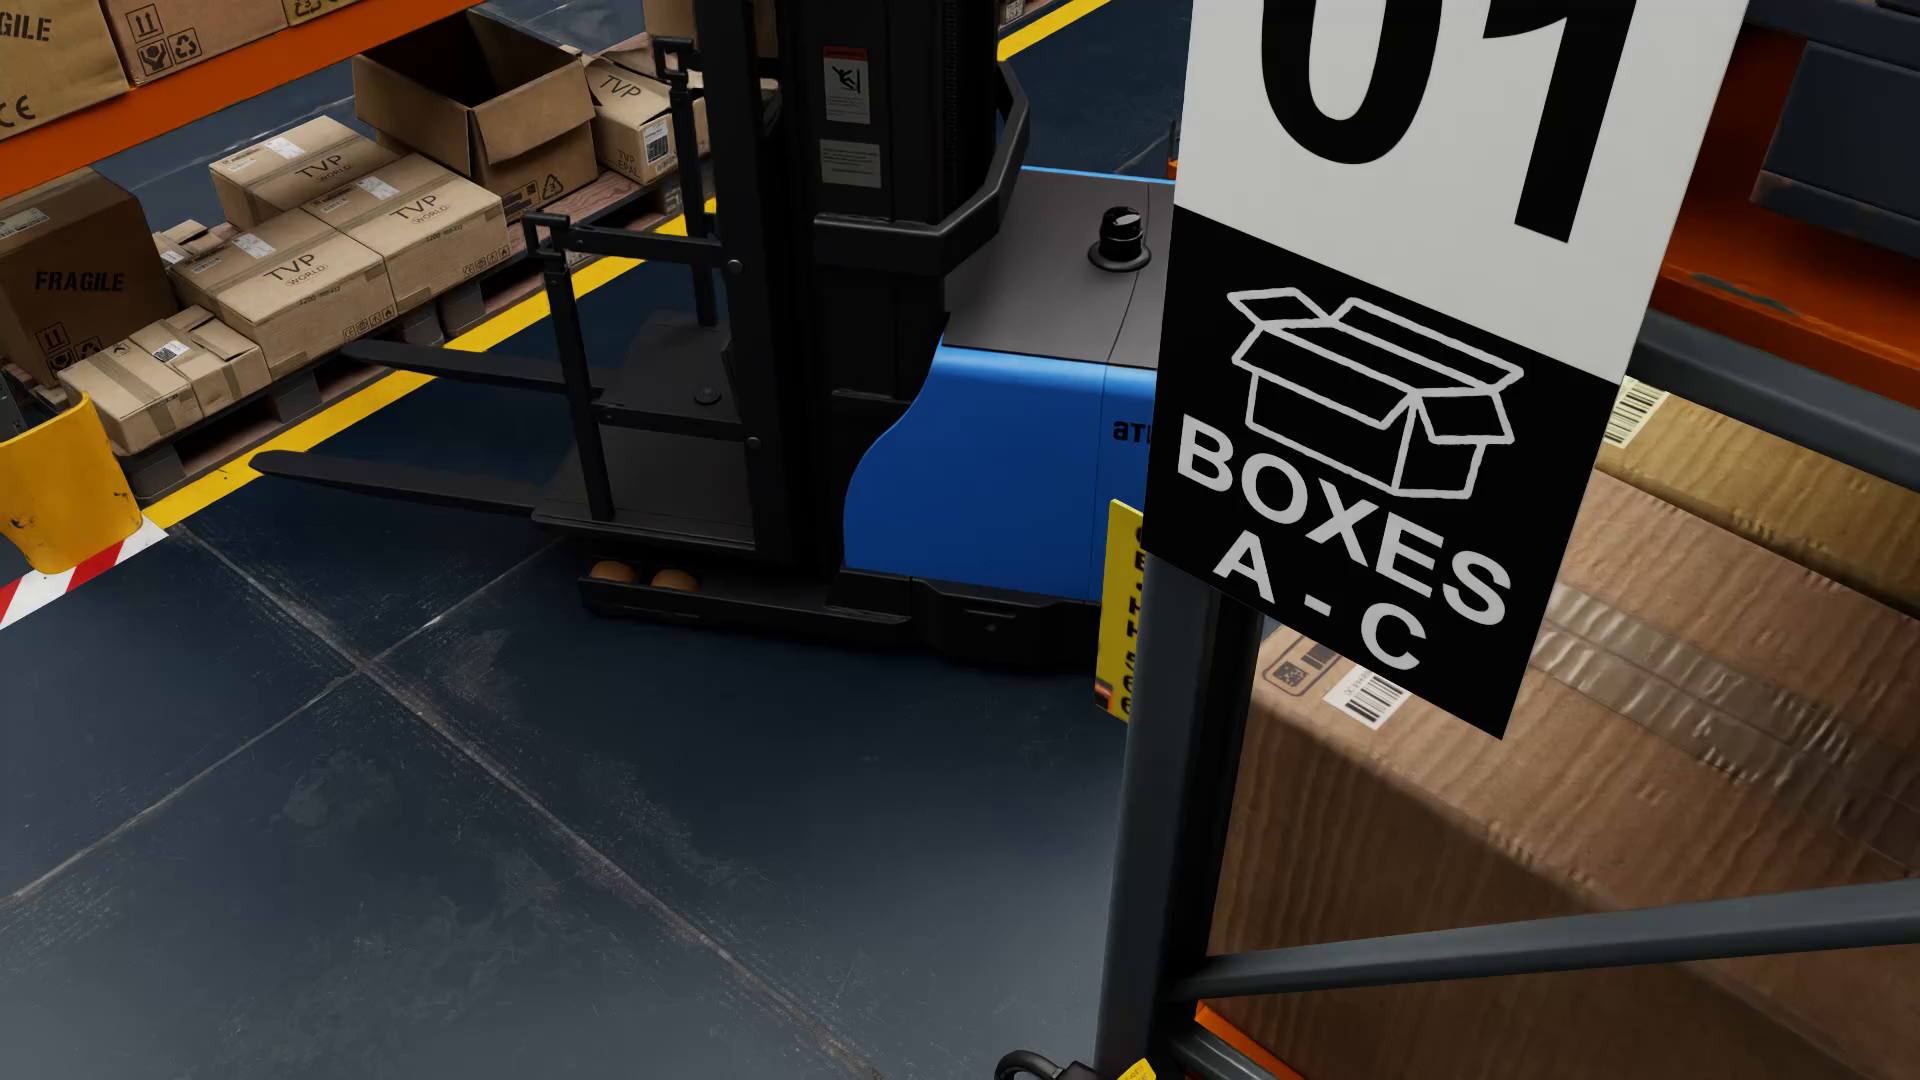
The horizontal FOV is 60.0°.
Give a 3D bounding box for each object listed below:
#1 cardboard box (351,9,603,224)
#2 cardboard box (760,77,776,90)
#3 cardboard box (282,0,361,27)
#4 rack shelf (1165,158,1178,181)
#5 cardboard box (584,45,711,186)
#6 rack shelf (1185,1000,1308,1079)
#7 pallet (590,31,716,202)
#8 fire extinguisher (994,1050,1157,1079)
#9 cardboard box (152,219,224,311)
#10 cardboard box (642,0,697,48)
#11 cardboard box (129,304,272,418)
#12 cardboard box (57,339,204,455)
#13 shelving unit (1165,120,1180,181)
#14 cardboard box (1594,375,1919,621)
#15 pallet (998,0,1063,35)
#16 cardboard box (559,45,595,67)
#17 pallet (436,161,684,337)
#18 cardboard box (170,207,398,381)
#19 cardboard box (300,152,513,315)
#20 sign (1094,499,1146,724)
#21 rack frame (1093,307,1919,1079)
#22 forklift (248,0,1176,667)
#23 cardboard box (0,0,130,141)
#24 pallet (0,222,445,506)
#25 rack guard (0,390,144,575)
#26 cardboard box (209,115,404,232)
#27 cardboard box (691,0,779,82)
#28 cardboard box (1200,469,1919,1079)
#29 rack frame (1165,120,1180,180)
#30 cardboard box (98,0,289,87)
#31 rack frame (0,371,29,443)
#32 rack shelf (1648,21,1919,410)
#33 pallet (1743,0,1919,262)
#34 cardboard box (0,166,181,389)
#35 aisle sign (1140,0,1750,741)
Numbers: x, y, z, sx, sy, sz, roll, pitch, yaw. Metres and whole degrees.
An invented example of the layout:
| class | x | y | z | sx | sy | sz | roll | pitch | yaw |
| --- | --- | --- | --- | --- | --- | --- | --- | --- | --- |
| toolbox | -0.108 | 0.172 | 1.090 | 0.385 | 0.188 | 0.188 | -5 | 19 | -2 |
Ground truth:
| class | x | y | z | sx | sy | sz | roll | pitch | yaw |
| --- | --- | --- | --- | --- | --- | --- | --- | --- | --- |
| cardboard box | -1.817 | -1.616 | 6.327 | 0.797 | 0.503 | 0.637 | 29 | 50 | 28 |
| cardboard box | -0.957 | -1.820 | 6.814 | 0.380 | 0.149 | 0.250 | 29 | 50 | 28 |
| cardboard box | -2.046 | -1.964 | 5.106 | 0.500 | 0.500 | 0.500 | 29 | 50 | 28 |
| rack shelf | 0.802 | -1.076 | 5.245 | 0.215 | 0.259 | 0.240 | -30 | 50 | -30 |
| cardboard box | -1.244 | -1.712 | 6.575 | 0.500 | 0.311 | 0.500 | 29 | 50 | 28 |
| rack shelf | 1.895 | 0.092 | 3.454 | 1.077 | 0.370 | 4.000 | 29 | 50 | 28 |
| pallet | -1.055 | -1.962 | 7.251 | 1.003 | 0.211 | 1.213 | 29 | 50 | 28 |
| fire extinguisher | 0.157 | 0.900 | 2.365 | 0.296 | 0.674 | 0.183 | 29 | 50 | 28 |
| cardboard box | -2.695 | -0.958 | 5.853 | 0.380 | 0.166 | 0.250 | 29 | 50 | 28 |
| cardboard box | -1.048 | -2.392 | 7.323 | 0.500 | 0.311 | 0.500 | 29 | 50 | 28 |
| cardboard box | -2.493 | -0.597 | 5.456 | 0.380 | 0.166 | 0.250 | 29 | 50 | 28 |
| cardboard box | -2.654 | -0.462 | 5.320 | 0.380 | 0.149 | 0.250 | 29 | 50 | 28 |
| shelving unit | 0.799 | -0.873 | 5.427 | 0.215 | 1.050 | 0.252 | -30 | 50 | -30 |
| cardboard box | 1.388 | 0.098 | 2.689 | 0.980 | 0.700 | 0.700 | 29 | 50 | 28 |
| pallet | -0.117 | -2.750 | 8.118 | 1.003 | 0.211 | 1.213 | 29 | 50 | 28 |
| cardboard box | -1.597 | -1.889 | 6.877 | 0.380 | 0.166 | 0.250 | 29 | 50 | 28 |
| pallet | -1.840 | -1.331 | 6.557 | 1.003 | 0.211 | 1.213 | 29 | 50 | 28 |
| cardboard box | -2.297 | -0.847 | 5.669 | 0.500 | 0.250 | 0.500 | 29 | 50 | 28 |
| cardboard box | -1.976 | -1.105 | 5.952 | 0.500 | 0.250 | 0.500 | 29 | 50 | 28 |
| sign | 0.201 | 0.097 | 1.876 | 0.100 | 0.325 | 0.005 | 29 | 50 | 28 |
| rack frame | 0.605 | 0.854 | 2.081 | 0.949 | 2.616 | 0.053 | 29 | 50 | 28 |
| forklift | -0.669 | -1.174 | 4.363 | 3.031 | 2.935 | 1.130 | 8 | 43 | 8 |
| cardboard box | -2.699 | -1.438 | 4.528 | 0.500 | 0.500 | 0.500 | 31 | 50 | 29 |
| pallet | -2.625 | -0.705 | 5.869 | 1.003 | 0.211 | 1.213 | 29 | 50 | 28 |
| rack guard | -3.137 | -0.401 | 5.320 | 1.175 | 0.500 | 0.348 | 29 | 50 | 28 |
| cardboard box | -2.391 | -1.295 | 6.162 | 0.500 | 0.250 | 0.500 | 29 | 50 | 28 |
| cardboard box | -0.762 | -2.169 | 6.936 | 0.500 | 0.500 | 0.500 | 29 | 50 | 28 |
| cardboard box | 0.928 | 0.478 | 2.272 | 0.980 | 0.700 | 0.700 | 32 | 51 | 30 |
| rack frame | 0.718 | -0.934 | 5.495 | 0.200 | 1.050 | 0.008 | -30 | 50 | -30 |
| cardboard box | -2.371 | -1.706 | 4.823 | 0.500 | 0.500 | 0.500 | 29 | 50 | 28 |
| rack frame | -3.186 | -1.287 | 4.436 | 1.000 | 3.000 | 0.127 | 29 | 50 | 28 |
| rack shelf | 1.895 | -1.018 | 2.445 | 1.077 | 0.370 | 4.000 | 29 | 50 | 28 |
| pallet | 1.077 | -0.608 | 1.525 | 1.003 | 0.211 | 1.213 | 29 | 50 | 28 |
| cardboard box | -3.025 | -0.912 | 5.554 | 0.500 | 0.500 | 0.500 | 29 | 50 | 28 |
| aisle sign | 0.332 | -0.199 | 1.307 | 0.394 | 0.787 | 0.004 | 29 | 50 | 28 |
